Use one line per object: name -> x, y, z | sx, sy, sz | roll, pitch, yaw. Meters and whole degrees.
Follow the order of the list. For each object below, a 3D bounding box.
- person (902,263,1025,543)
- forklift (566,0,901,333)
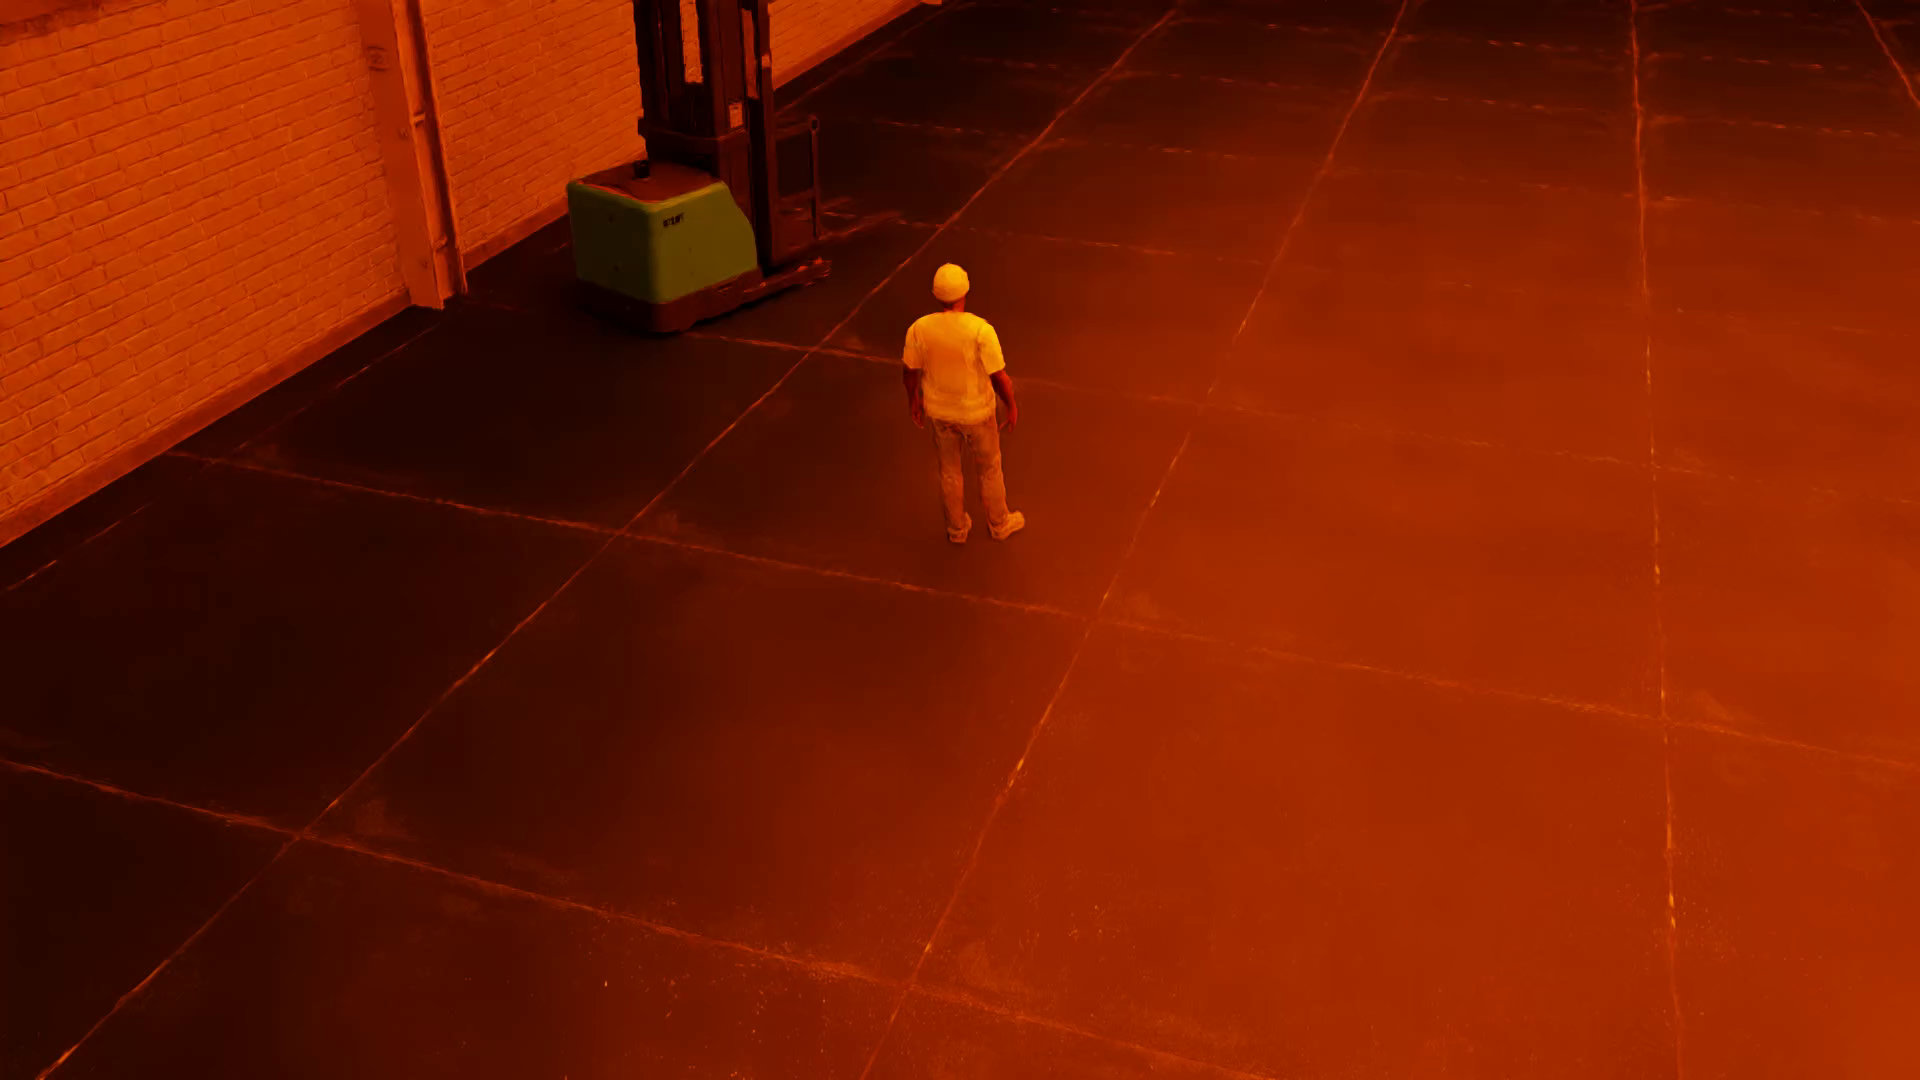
person -> 0.028, -0.805, 9.711 | 0.665, 1.766, 0.576 | 10, 31, 16
forklift -> -1.732, -3.521, 13.312 | 1.130, 2.935, 3.031 | 22, 36, 33
